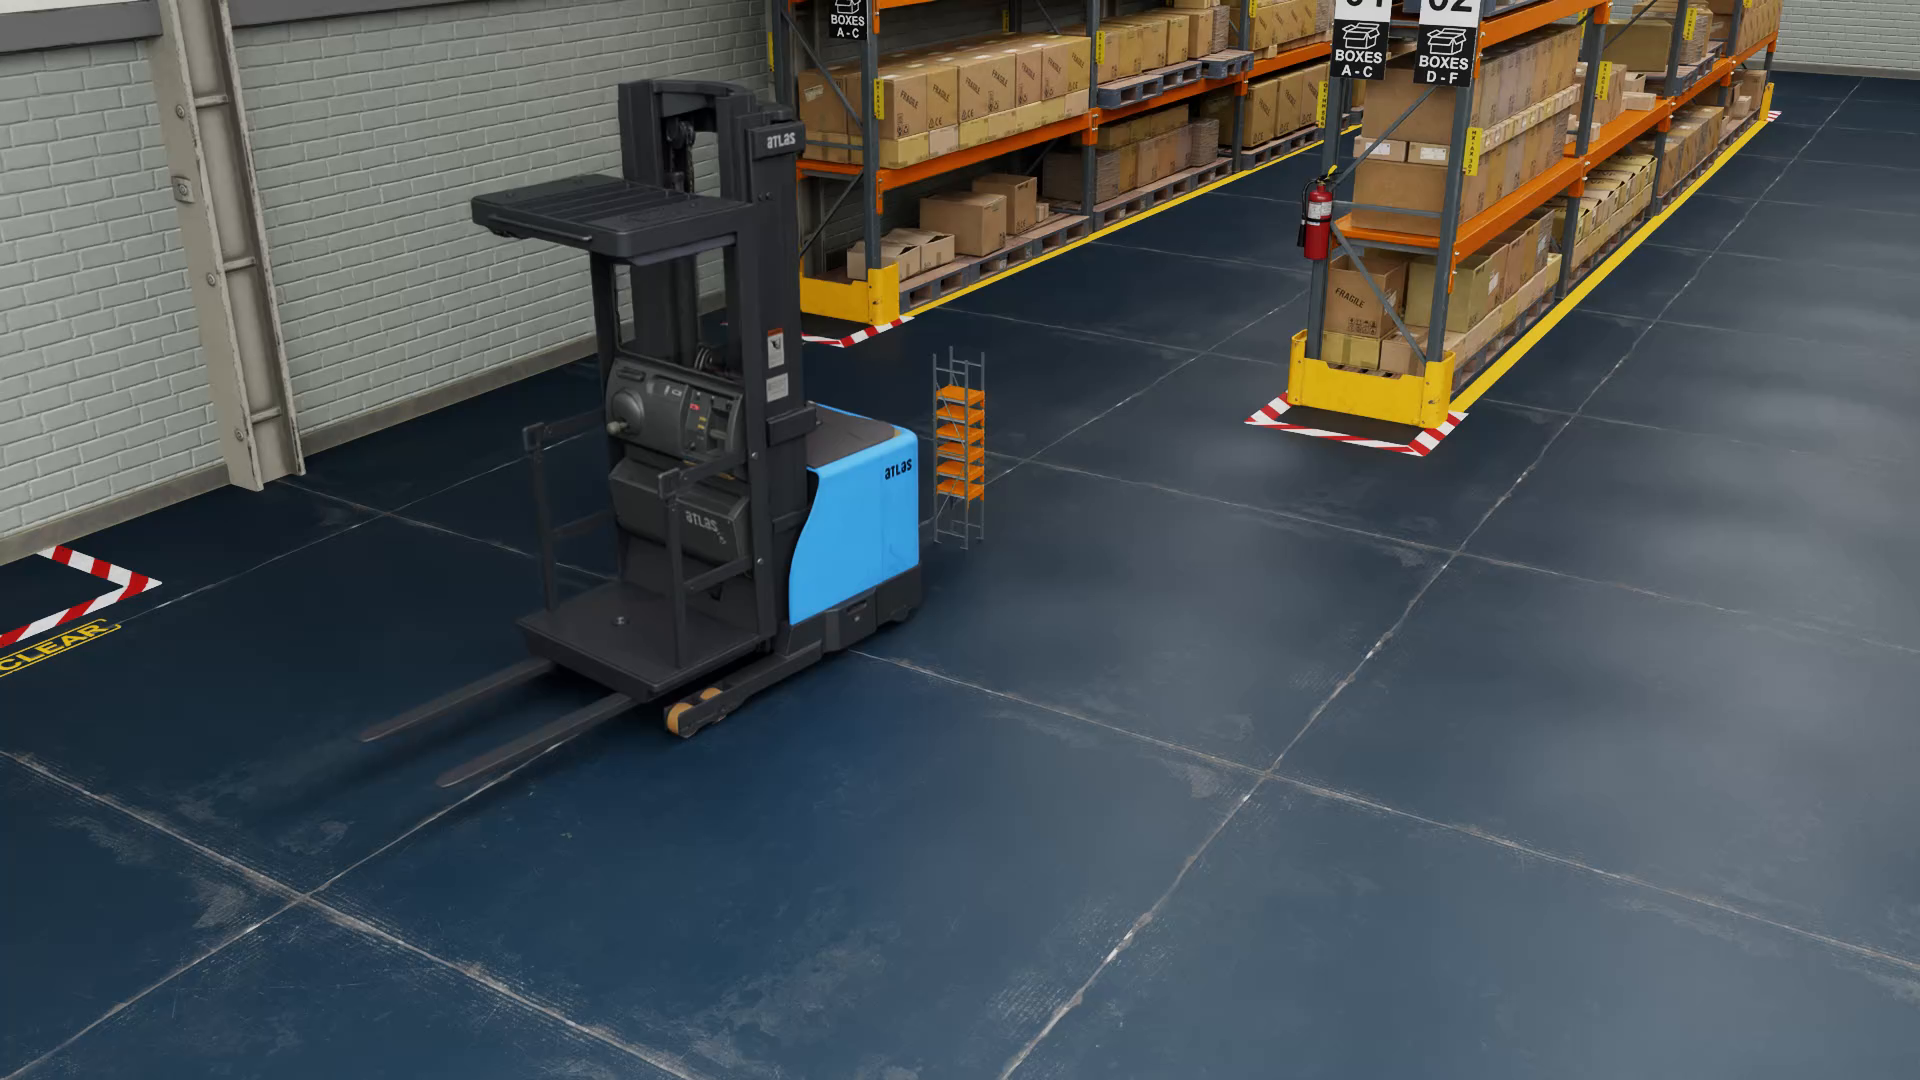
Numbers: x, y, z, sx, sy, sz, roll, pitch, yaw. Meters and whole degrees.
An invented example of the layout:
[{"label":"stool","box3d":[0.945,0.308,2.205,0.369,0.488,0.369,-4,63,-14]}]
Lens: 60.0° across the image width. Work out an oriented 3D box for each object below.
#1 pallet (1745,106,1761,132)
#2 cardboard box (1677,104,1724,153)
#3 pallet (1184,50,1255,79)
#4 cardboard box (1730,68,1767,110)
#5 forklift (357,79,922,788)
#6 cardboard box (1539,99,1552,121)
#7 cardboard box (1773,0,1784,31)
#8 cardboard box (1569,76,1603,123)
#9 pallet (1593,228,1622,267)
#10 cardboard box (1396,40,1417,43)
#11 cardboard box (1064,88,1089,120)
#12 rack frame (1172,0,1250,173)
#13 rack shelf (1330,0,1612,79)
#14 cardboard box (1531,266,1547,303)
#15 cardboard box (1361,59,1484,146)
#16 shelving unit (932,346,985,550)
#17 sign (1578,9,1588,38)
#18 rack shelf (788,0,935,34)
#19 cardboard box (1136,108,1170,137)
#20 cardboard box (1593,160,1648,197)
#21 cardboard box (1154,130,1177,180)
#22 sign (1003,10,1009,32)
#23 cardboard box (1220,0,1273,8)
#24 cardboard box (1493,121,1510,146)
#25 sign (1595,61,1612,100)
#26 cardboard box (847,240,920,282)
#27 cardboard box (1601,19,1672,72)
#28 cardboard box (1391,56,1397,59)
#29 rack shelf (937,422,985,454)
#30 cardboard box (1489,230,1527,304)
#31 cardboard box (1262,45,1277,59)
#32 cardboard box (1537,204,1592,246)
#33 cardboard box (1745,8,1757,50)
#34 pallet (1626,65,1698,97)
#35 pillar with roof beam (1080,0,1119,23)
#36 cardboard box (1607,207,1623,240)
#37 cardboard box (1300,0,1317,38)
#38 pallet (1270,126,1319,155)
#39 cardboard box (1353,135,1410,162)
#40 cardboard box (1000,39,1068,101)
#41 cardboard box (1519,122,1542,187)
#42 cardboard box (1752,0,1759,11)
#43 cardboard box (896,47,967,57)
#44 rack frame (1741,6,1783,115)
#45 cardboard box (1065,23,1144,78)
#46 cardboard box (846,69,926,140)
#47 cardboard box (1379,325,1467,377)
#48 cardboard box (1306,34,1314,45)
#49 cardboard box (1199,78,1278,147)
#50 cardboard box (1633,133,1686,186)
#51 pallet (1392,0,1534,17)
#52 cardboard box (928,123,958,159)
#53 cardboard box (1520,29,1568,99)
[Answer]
[{"label":"pallet","box3d":[11.048,-6.192,24.289,1.003,0.211,1.213,14,27,29]},{"label":"cardboard box","box3d":[9.381,-5.245,21.183,0.500,0.500,0.500,14,27,29]},{"label":"pallet","box3d":[2.792,-5.753,20.005,1.213,0.211,1.003,14,27,29]},{"label":"cardboard box","box3d":[11.431,-6.587,24.282,0.500,0.500,0.500,14,27,29]},{"label":"forklift","box3d":[-1.537,-0.614,7.980,1.130,2.935,3.031,18,29,36]},{"label":"cardboard box","box3d":[4.679,-3.581,13.803,0.380,0.149,0.250,14,27,29]},{"label":"cardboard box","box3d":[11.503,-7.605,23.915,0.500,0.500,0.500,15,27,31]},{"label":"cardboard box","box3d":[5.875,-4.196,16.042,0.500,0.500,0.500,16,28,33]},{"label":"pallet","box3d":[6.176,-3.107,17.162,1.003,0.211,1.213,14,27,29]},{"label":"cardboard box","box3d":[7.101,-7.808,26.313,0.380,0.149,0.250,14,27,28]},{"label":"cardboard box","box3d":[0.976,-4.471,16.965,0.500,0.250,0.500,14,27,29]},{"label":"rack frame","box3d":[3.078,-6.104,20.574,1.000,3.000,0.127,14,27,29]},{"label":"rack shelf","box3d":[4.123,-4.088,13.048,1.077,0.370,4.000,14,27,29]},{"label":"cardboard box","box3d":[4.847,-2.279,14.671,0.500,0.250,0.500,14,27,29]},{"label":"cardboard box","box3d":[3.353,-3.181,12.063,0.700,0.500,0.500,14,27,29]},{"label":"shelving unit","box3d":[-0.008,-0.546,10.000,0.258,1.200,0.189,14,27,29]},{"label":"sign","box3d":[6.822,-5.672,18.220,0.100,0.325,0.005,14,27,29]},{"label":"rack shelf","box3d":[-0.087,-5.125,15.443,1.077,0.370,4.000,14,27,29]},{"label":"cardboard box","box3d":[2.121,-4.895,19.430,0.500,0.250,0.500,14,27,29]},{"label":"cardboard box","box3d":[6.953,-3.850,17.594,0.500,0.311,0.500,13,27,28]},{"label":"cardboard box","box3d":[2.134,-4.581,19.650,0.700,0.500,0.500,14,27,29]},{"label":"sign","box3d":[0.494,-5.400,17.491,0.100,0.325,0.005,14,27,29]},{"label":"cardboard box","box3d":[3.552,-6.748,20.593,0.500,0.250,0.500,15,27,30]},{"label":"cardboard box","box3d":[4.001,-3.146,12.800,0.380,0.149,0.250,13,27,27]},{"label":"sign","box3d":[5.651,-4.035,14.605,0.100,0.325,0.005,14,27,29]},{"label":"cardboard box","box3d":[-0.701,-2.586,15.279,0.500,0.311,0.500,11,26,23]},{"label":"cardboard box","box3d":[7.525,-5.542,18.621,0.700,0.500,0.500,5,24,11]},{"label":"cardboard box","box3d":[6.485,-7.253,25.847,0.700,0.500,0.500,13,27,27]},{"label":"rack shelf","box3d":[-0.008,-0.615,9.970,0.258,0.103,0.180,14,27,29]},{"label":"cardboard box","box3d":[4.334,-2.282,13.734,0.500,0.500,0.500,14,27,29]},{"label":"cardboard box","box3d":[3.801,-6.215,21.123,0.380,0.149,0.250,15,27,31]},{"label":"cardboard box","box3d":[5.608,-2.992,15.613,0.500,0.311,0.500,14,27,29]},{"label":"cardboard box","box3d":[10.166,-6.751,21.944,0.500,0.500,0.500,14,27,30]},{"label":"pallet","box3d":[7.586,-5.222,18.779,1.213,0.211,1.003,14,27,29]},{"label":"pillar with roof beam","box3d":[5.315,-7.697,16.703,9.100,9.000,0.400,14,27,29]},{"label":"cardboard box","box3d":[6.412,-3.251,16.917,0.500,0.250,0.500,14,27,30]},{"label":"cardboard box","box3d":[4.366,-6.925,21.945,0.500,0.500,0.500,15,27,30]},{"label":"pallet","box3d":[4.202,-5.484,22.653,1.003,0.211,1.213,14,27,29]},{"label":"cardboard box","box3d":[3.108,-2.879,12.183,0.380,0.149,0.250,13,27,28]},{"label":"cardboard box","box3d":[0.723,-4.644,16.422,0.500,0.500,0.500,14,27,29]},{"label":"cardboard box","box3d":[4.409,-3.264,13.888,0.700,0.500,0.500,14,27,30]},{"label":"cardboard box","box3d":[10.158,-7.196,21.712,0.500,0.500,0.500,13,27,27]},{"label":"cardboard box","box3d":[-0.265,-4.405,15.869,0.500,0.500,0.500,14,27,30]},{"label":"rack frame","box3d":[11.508,-7.767,24.416,1.000,3.000,0.127,14,27,29]},{"label":"cardboard box","box3d":[1.566,-5.353,18.160,0.700,0.500,0.500,17,29,34]},{"label":"cardboard box","box3d":[-0.635,-3.786,14.440,0.500,0.500,0.500,14,27,29]},{"label":"cardboard box","box3d":[3.540,-1.432,12.715,0.500,0.250,0.500,14,27,29]},{"label":"cardboard box","box3d":[4.543,-6.755,22.368,0.380,0.149,0.250,13,27,28]},{"label":"cardboard box","box3d":[3.577,-5.531,21.427,0.750,0.750,0.750,13,27,28]},{"label":"cardboard box","box3d":[8.043,-4.393,19.215,0.500,0.500,0.500,13,27,27]},{"label":"pallet","box3d":[3.463,-3.936,11.902,1.003,0.211,1.213,14,27,29]},{"label":"cardboard box","box3d":[-0.353,-3.620,15.001,0.500,0.250,0.500,13,27,27]},{"label":"cardboard box","box3d":[4.684,-4.036,14.039,0.700,0.500,0.500,14,27,29]}]
